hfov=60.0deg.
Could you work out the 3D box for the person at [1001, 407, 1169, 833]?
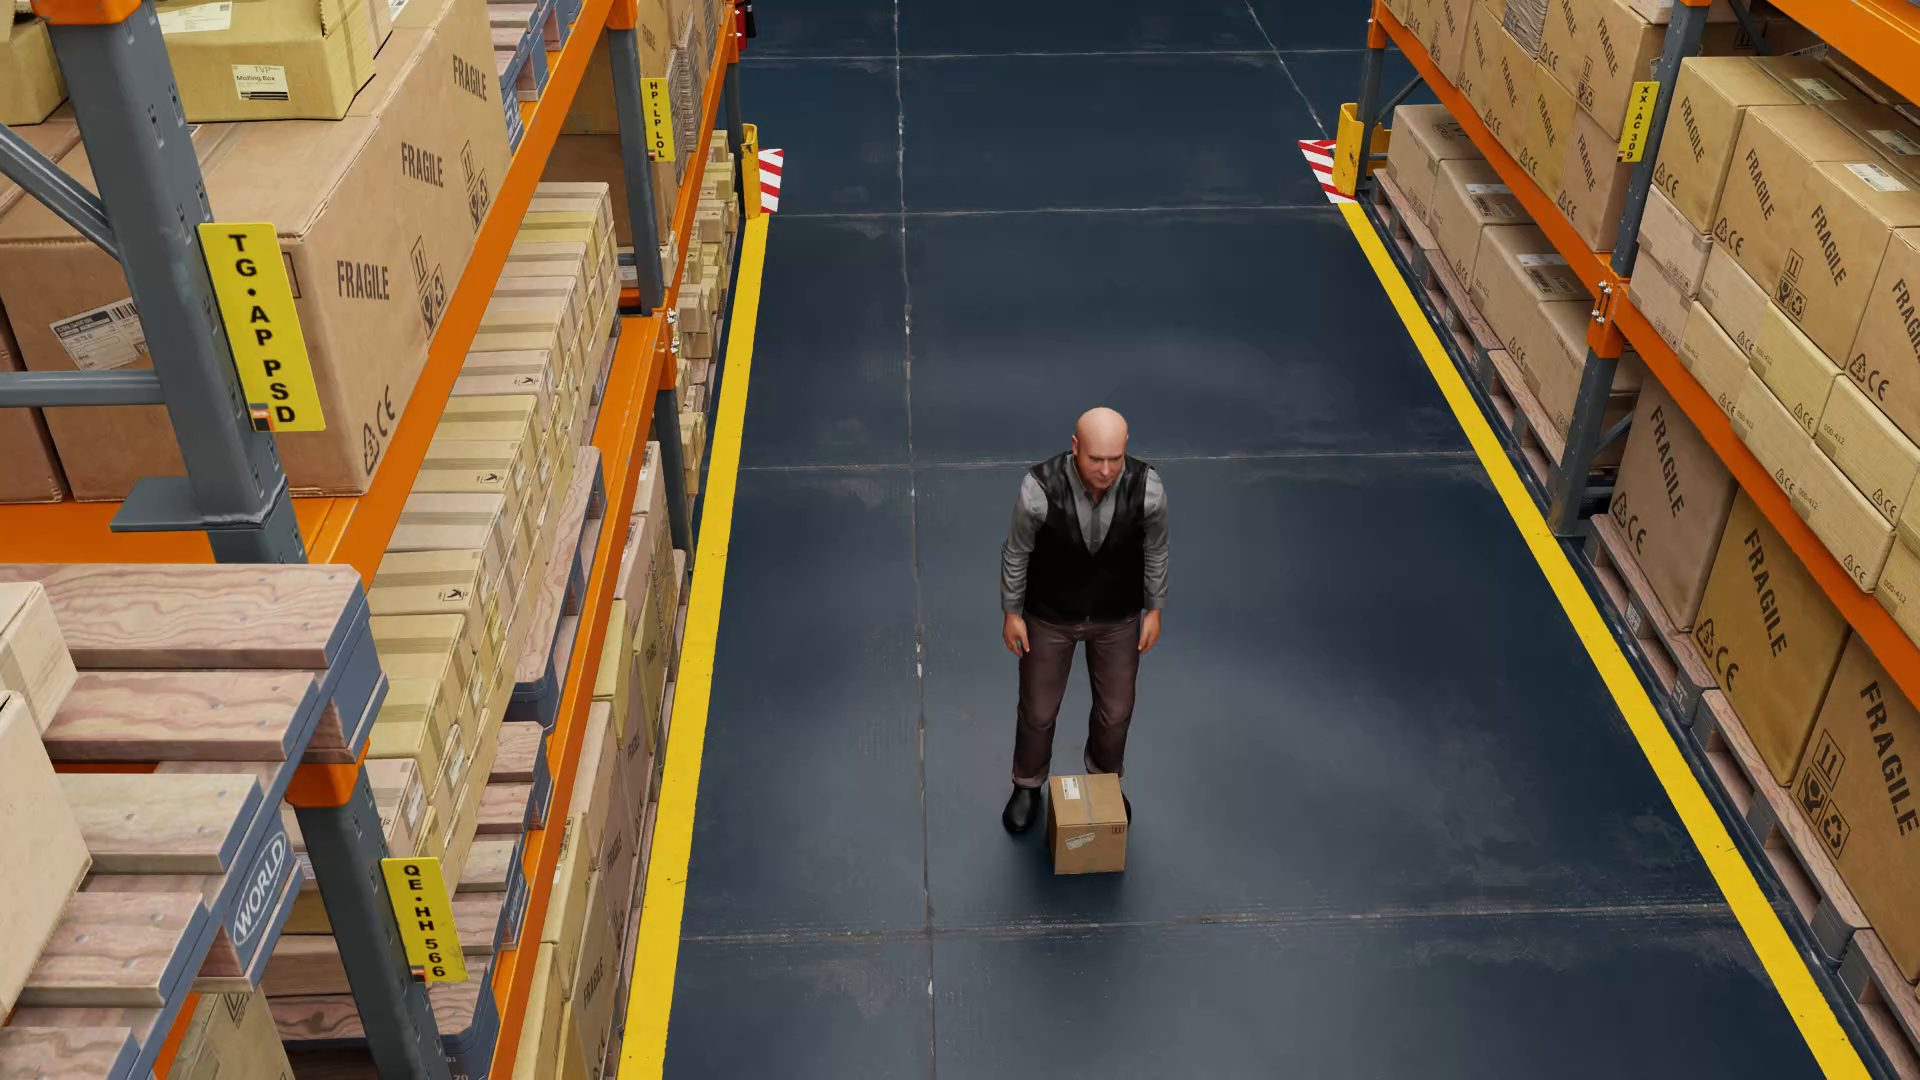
[{"bbox_3d":[0.426,0.257,5.799,0.578,1.720,0.418,-2,35,-3],"label":"person"}]
